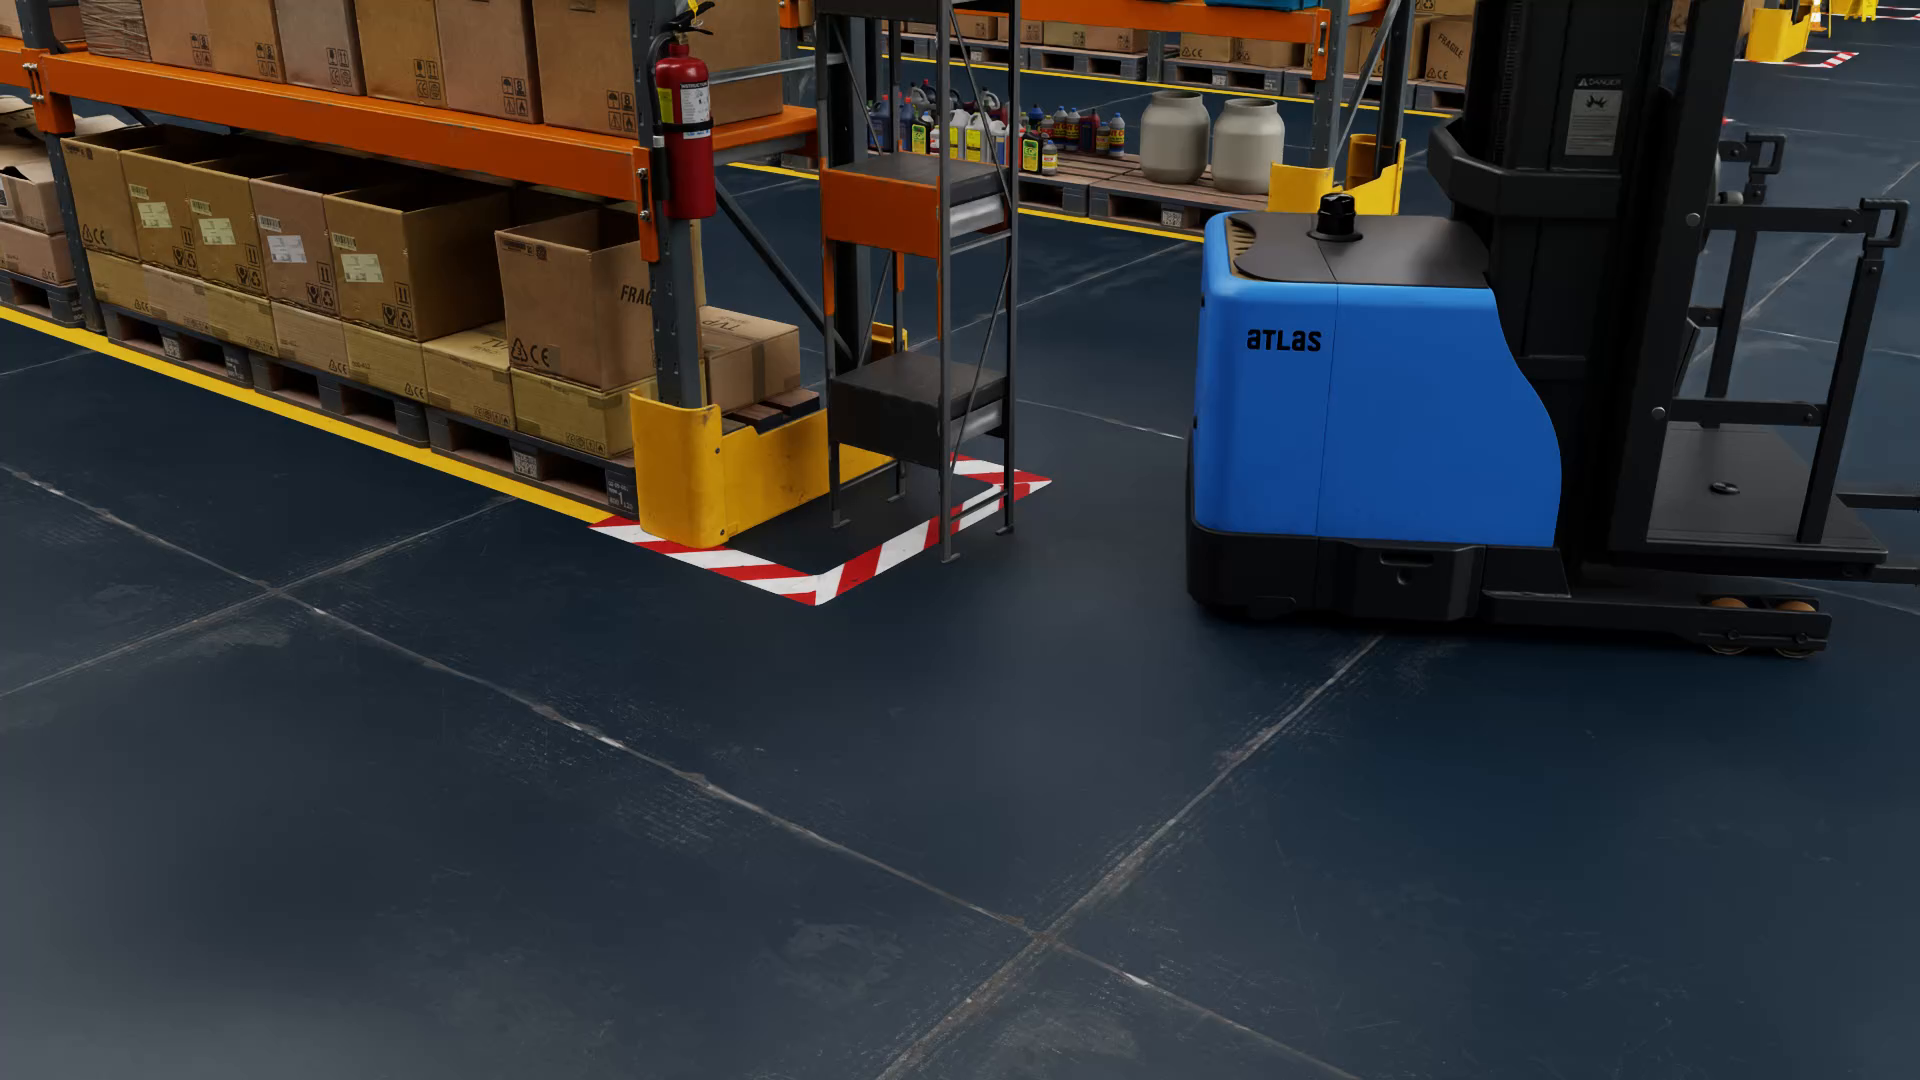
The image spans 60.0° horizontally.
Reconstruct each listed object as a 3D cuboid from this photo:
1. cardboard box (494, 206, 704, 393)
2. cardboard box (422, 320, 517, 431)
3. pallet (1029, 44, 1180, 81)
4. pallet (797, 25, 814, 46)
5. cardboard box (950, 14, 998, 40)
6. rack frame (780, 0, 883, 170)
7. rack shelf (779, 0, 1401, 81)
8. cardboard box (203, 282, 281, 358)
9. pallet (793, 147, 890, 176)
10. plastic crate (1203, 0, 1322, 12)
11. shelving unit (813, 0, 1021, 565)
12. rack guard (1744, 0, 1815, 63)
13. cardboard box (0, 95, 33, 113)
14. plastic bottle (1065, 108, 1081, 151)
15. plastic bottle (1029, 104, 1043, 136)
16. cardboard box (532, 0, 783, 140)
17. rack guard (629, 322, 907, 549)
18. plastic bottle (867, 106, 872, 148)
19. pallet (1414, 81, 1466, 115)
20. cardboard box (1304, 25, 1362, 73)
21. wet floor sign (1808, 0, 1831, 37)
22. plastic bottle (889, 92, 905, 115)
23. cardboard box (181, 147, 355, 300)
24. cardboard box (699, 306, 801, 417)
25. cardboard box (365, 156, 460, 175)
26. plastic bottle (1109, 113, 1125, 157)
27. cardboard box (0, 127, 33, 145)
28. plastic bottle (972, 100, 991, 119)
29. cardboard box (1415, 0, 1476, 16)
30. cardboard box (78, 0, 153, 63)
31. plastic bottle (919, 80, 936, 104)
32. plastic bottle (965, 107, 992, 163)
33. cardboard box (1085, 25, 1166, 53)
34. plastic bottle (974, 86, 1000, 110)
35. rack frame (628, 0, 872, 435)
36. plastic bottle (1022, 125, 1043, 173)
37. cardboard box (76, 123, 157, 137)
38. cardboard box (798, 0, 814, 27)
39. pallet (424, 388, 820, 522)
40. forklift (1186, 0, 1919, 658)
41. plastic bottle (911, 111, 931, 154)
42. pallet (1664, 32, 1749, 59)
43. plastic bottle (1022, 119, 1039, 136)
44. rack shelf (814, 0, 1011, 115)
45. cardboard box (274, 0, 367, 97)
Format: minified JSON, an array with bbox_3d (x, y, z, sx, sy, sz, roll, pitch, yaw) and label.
[{"bbox_3d":[-1.289,-0.878,5.981,0.500,0.500,0.500,17,29,33],"label":"cardboard box"},{"bbox_3d":[-1.695,-0.652,6.400,0.500,0.250,0.500,17,29,33],"label":"cardboard box"},{"bbox_3d":[1.438,-4.641,16.022,1.213,0.211,1.003,17,29,33],"label":"pallet"},{"bbox_3d":[-1.725,-5.636,18.279,1.213,0.211,1.003,17,29,33],"label":"pallet"},{"bbox_3d":[0.318,-5.334,16.690,0.500,0.500,0.700,20,31,38],"label":"cardboard box"},{"bbox_3d":[-0.909,-4.132,11.407,0.127,3.000,1.000,17,29,33],"label":"rack frame"},{"bbox_3d":[0.692,-3.319,10.454,4.000,0.370,1.077,17,29,33],"label":"rack shelf"},{"bbox_3d":[-2.899,-1.013,7.219,0.500,0.250,0.500,17,29,33],"label":"cardboard box"},{"bbox_3d":[-0.396,-2.680,11.570,1.213,0.211,1.003,17,29,33],"label":"pallet"},{"bbox_3d":[1.712,-3.121,9.297,0.616,0.251,0.499,17,29,33],"label":"plastic crate"},{"bbox_3d":[-0.132,-1.001,5.417,0.503,2.100,0.431,17,29,33],"label":"shelving unit"},{"bbox_3d":[8.337,-5.188,16.906,0.348,0.500,1.175,17,29,33],"label":"rack guard"},{"bbox_3d":[-5.694,-2.398,9.667,0.500,0.311,0.500,17,29,33],"label":"cardboard box"},{"bbox_3d":[0.754,-2.739,11.084,0.097,0.271,0.097,0,24,0],"label":"plastic bottle"},{"bbox_3d":[0.512,-2.812,11.250,0.097,0.271,0.097,0,24,0],"label":"plastic bottle"},{"bbox_3d":[-1.048,-1.730,5.832,0.500,0.500,0.700,17,29,33],"label":"cardboard box"},{"bbox_3d":[-0.662,-0.417,6.077,0.348,0.500,1.175,17,29,33],"label":"rack guard"},{"bbox_3d":[-0.641,-2.799,11.214,0.135,0.276,0.152,18,30,35],"label":"plastic bottle"},{"bbox_3d":[4.573,-3.712,13.914,1.213,0.211,1.003,17,29,33],"label":"pallet"},{"bbox_3d":[3.365,-4.407,14.612,0.500,0.500,0.500,14,27,29],"label":"cardboard box"},{"bbox_3d":[9.529,-5.893,18.324,0.232,0.644,0.267,12,26,24],"label":"wet floor sign"},{"bbox_3d":[-0.425,-2.838,11.211,0.185,0.351,0.144,17,29,33],"label":"plastic bottle"},{"bbox_3d":[-2.899,-1.356,7.068,0.500,0.500,0.500,17,29,33],"label":"cardboard box"},{"bbox_3d":[-0.977,-0.702,6.513,0.500,0.250,0.500,17,29,33],"label":"cardboard box"},{"bbox_3d":[-2.176,-1.409,7.187,0.500,0.500,0.500,17,29,33],"label":"cardboard box"},{"bbox_3d":[1.028,-2.656,10.896,0.097,0.271,0.097,0,24,0],"label":"plastic bottle"},{"bbox_3d":[-5.196,-1.976,8.707,0.500,0.311,0.500,17,29,33],"label":"cardboard box"},{"bbox_3d":[0.151,-2.863,11.352,0.133,0.283,0.061,17,29,33],"label":"plastic bottle"},{"bbox_3d":[5.579,-6.351,18.558,0.875,0.875,0.875,17,29,34],"label":"cardboard box"},{"bbox_3d":[-3.524,-2.475,7.523,0.500,0.500,0.700,16,28,32],"label":"cardboard box"},{"bbox_3d":[-0.221,-3.058,11.710,0.185,0.351,0.144,16,28,32],"label":"plastic bottle"},{"bbox_3d":[0.128,-2.598,10.666,0.185,0.351,0.144,18,30,35],"label":"plastic bottle"},{"bbox_3d":[1.583,-4.942,15.802,0.500,0.500,0.700,14,28,29],"label":"cardboard box"},{"bbox_3d":[0.191,-2.933,11.427,0.185,0.351,0.144,17,29,33],"label":"plastic bottle"},{"bbox_3d":[-0.682,-1.567,5.586,0.127,3.000,1.000,17,29,33],"label":"rack frame"},{"bbox_3d":[0.455,-2.448,10.408,0.133,0.283,0.061,18,29,35],"label":"plastic bottle"},{"bbox_3d":[-4.461,-2.028,8.826,0.500,0.311,0.500,16,29,33],"label":"cardboard box"},{"bbox_3d":[-1.679,-6.090,17.967,0.875,0.875,1.225,15,28,31],"label":"cardboard box"},{"bbox_3d":[-1.319,-0.462,6.538,1.213,0.211,1.003,17,29,33],"label":"pallet"},{"bbox_3d":[2.267,-1.217,4.876,3.031,2.935,1.130,3,24,6],"label":"forklift"},{"bbox_3d":[-0.253,-2.662,10.894,0.133,0.283,0.061,18,30,36],"label":"plastic bottle"},{"bbox_3d":[7.631,-5.230,17.359,1.213,0.211,1.003,17,29,33],"label":"pallet"},{"bbox_3d":[0.438,-2.530,10.594,0.133,0.283,0.061,17,29,33],"label":"plastic bottle"},{"bbox_3d":[-0.132,-1.629,5.141,0.480,0.518,0.431,17,29,33],"label":"rack shelf"},{"bbox_3d":[-2.288,-2.103,6.679,0.500,0.500,0.700,18,29,35],"label":"cardboard box"}]
